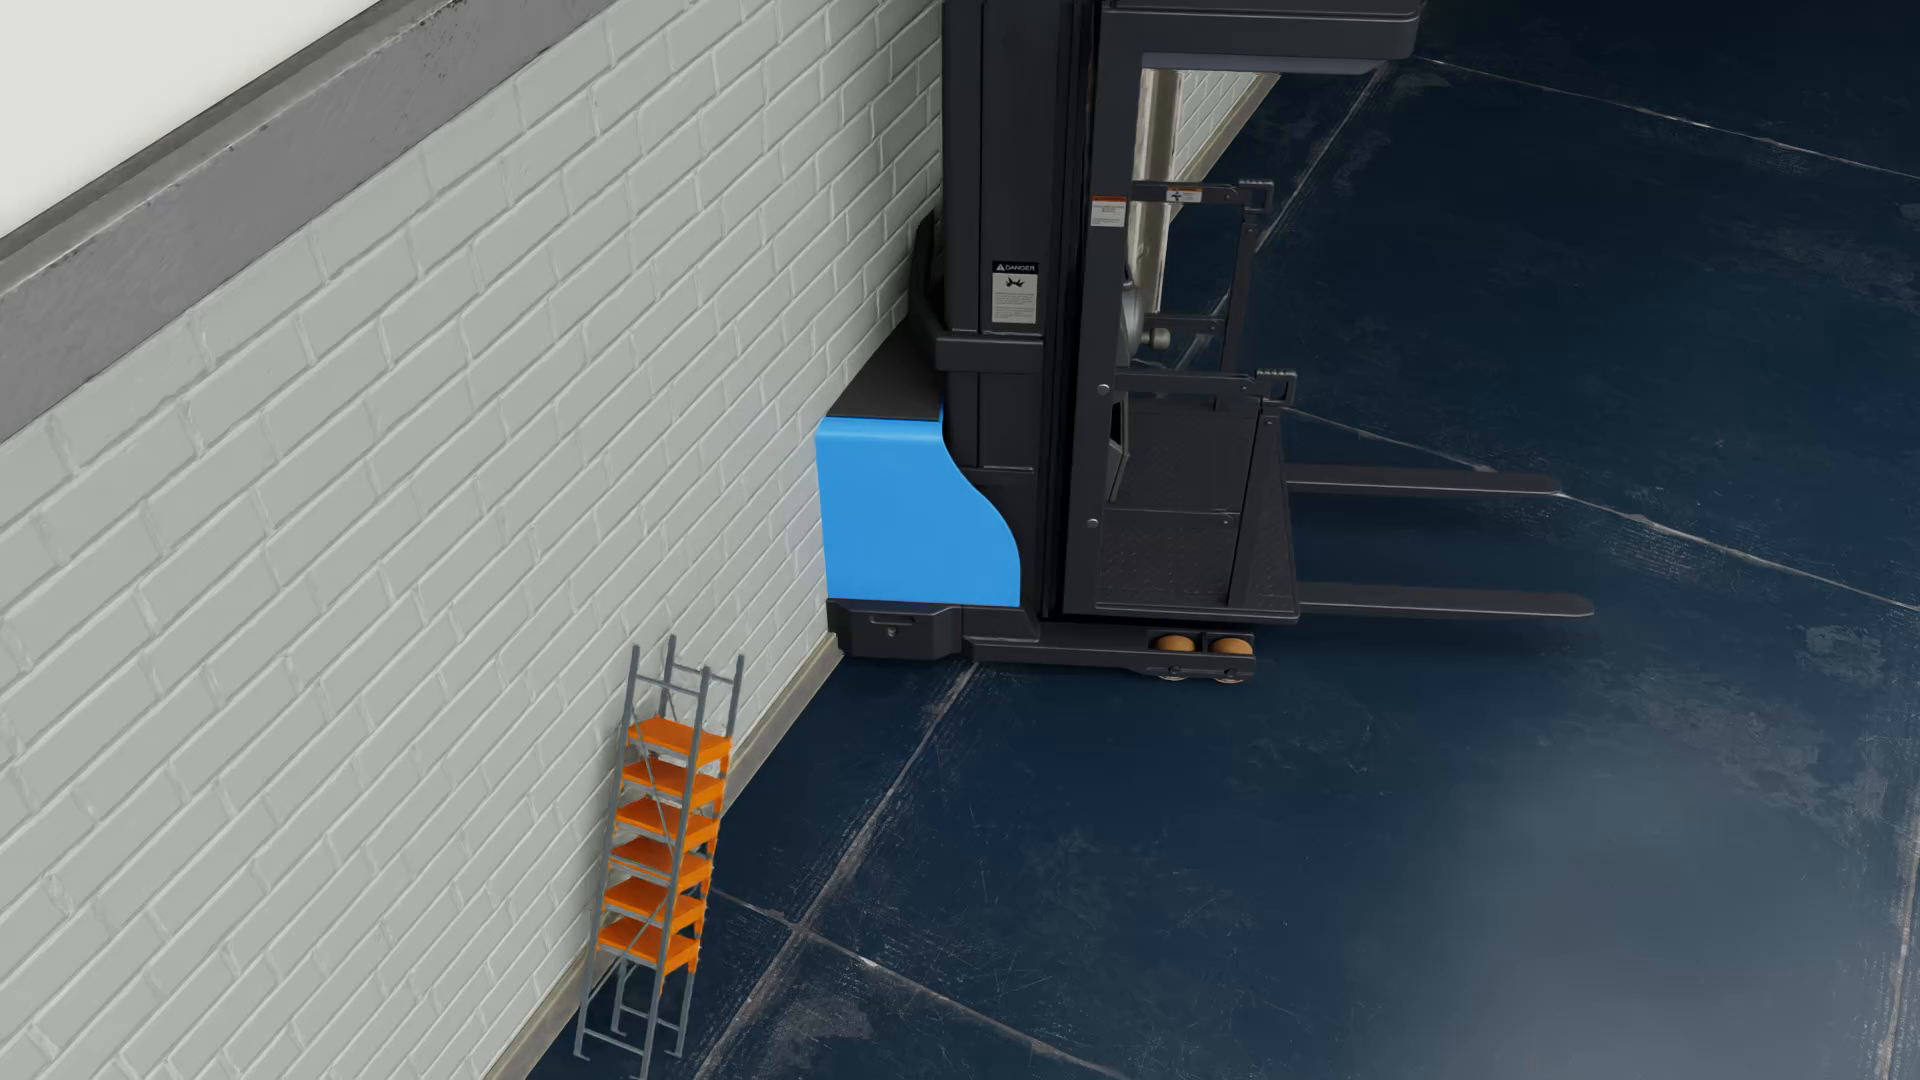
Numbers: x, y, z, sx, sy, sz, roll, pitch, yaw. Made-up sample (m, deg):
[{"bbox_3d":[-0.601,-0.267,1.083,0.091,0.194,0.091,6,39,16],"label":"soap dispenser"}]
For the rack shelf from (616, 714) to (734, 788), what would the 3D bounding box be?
[{"bbox_3d":[-0.780,0.574,4.547,0.258,0.103,0.180,14,11,20],"label":"rack shelf"}]

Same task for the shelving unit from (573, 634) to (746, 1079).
[{"bbox_3d":[-0.835,0.880,4.602,0.258,1.200,0.189,14,11,20],"label":"shelving unit"}]

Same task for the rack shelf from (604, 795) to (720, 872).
[{"bbox_3d":[-0.822,0.807,4.589,0.258,0.103,0.180,14,11,20],"label":"rack shelf"}]

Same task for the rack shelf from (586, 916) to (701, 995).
[{"bbox_3d":[-0.885,1.155,4.652,0.258,0.103,0.180,14,11,20],"label":"rack shelf"}]

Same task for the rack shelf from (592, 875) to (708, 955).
[{"bbox_3d":[-0.864,1.039,4.631,0.258,0.103,0.180,14,11,20],"label":"rack shelf"}]

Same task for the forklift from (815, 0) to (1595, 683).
[{"bbox_3d":[0.685,-0.928,5.106,3.031,2.935,1.130,3,45,3],"label":"forklift"}]

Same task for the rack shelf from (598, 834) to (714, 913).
[{"bbox_3d":[-0.843,0.923,4.610,0.258,0.103,0.180,14,11,20],"label":"rack shelf"}]

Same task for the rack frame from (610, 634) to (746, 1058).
[{"bbox_3d":[-0.801,0.871,4.687,0.240,1.200,0.006,14,11,20],"label":"rack frame"}]

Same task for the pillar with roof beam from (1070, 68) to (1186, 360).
[{"bbox_3d":[4.432,-2.549,2.442,9.100,9.000,0.400,20,49,19],"label":"pillar with roof beam"}]

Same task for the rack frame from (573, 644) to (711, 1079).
[{"bbox_3d":[-0.870,0.889,4.518,0.240,1.200,0.006,14,11,20],"label":"rack frame"}]

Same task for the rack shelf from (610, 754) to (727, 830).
[{"bbox_3d":[-0.801,0.690,4.568,0.258,0.103,0.180,14,11,20],"label":"rack shelf"}]
